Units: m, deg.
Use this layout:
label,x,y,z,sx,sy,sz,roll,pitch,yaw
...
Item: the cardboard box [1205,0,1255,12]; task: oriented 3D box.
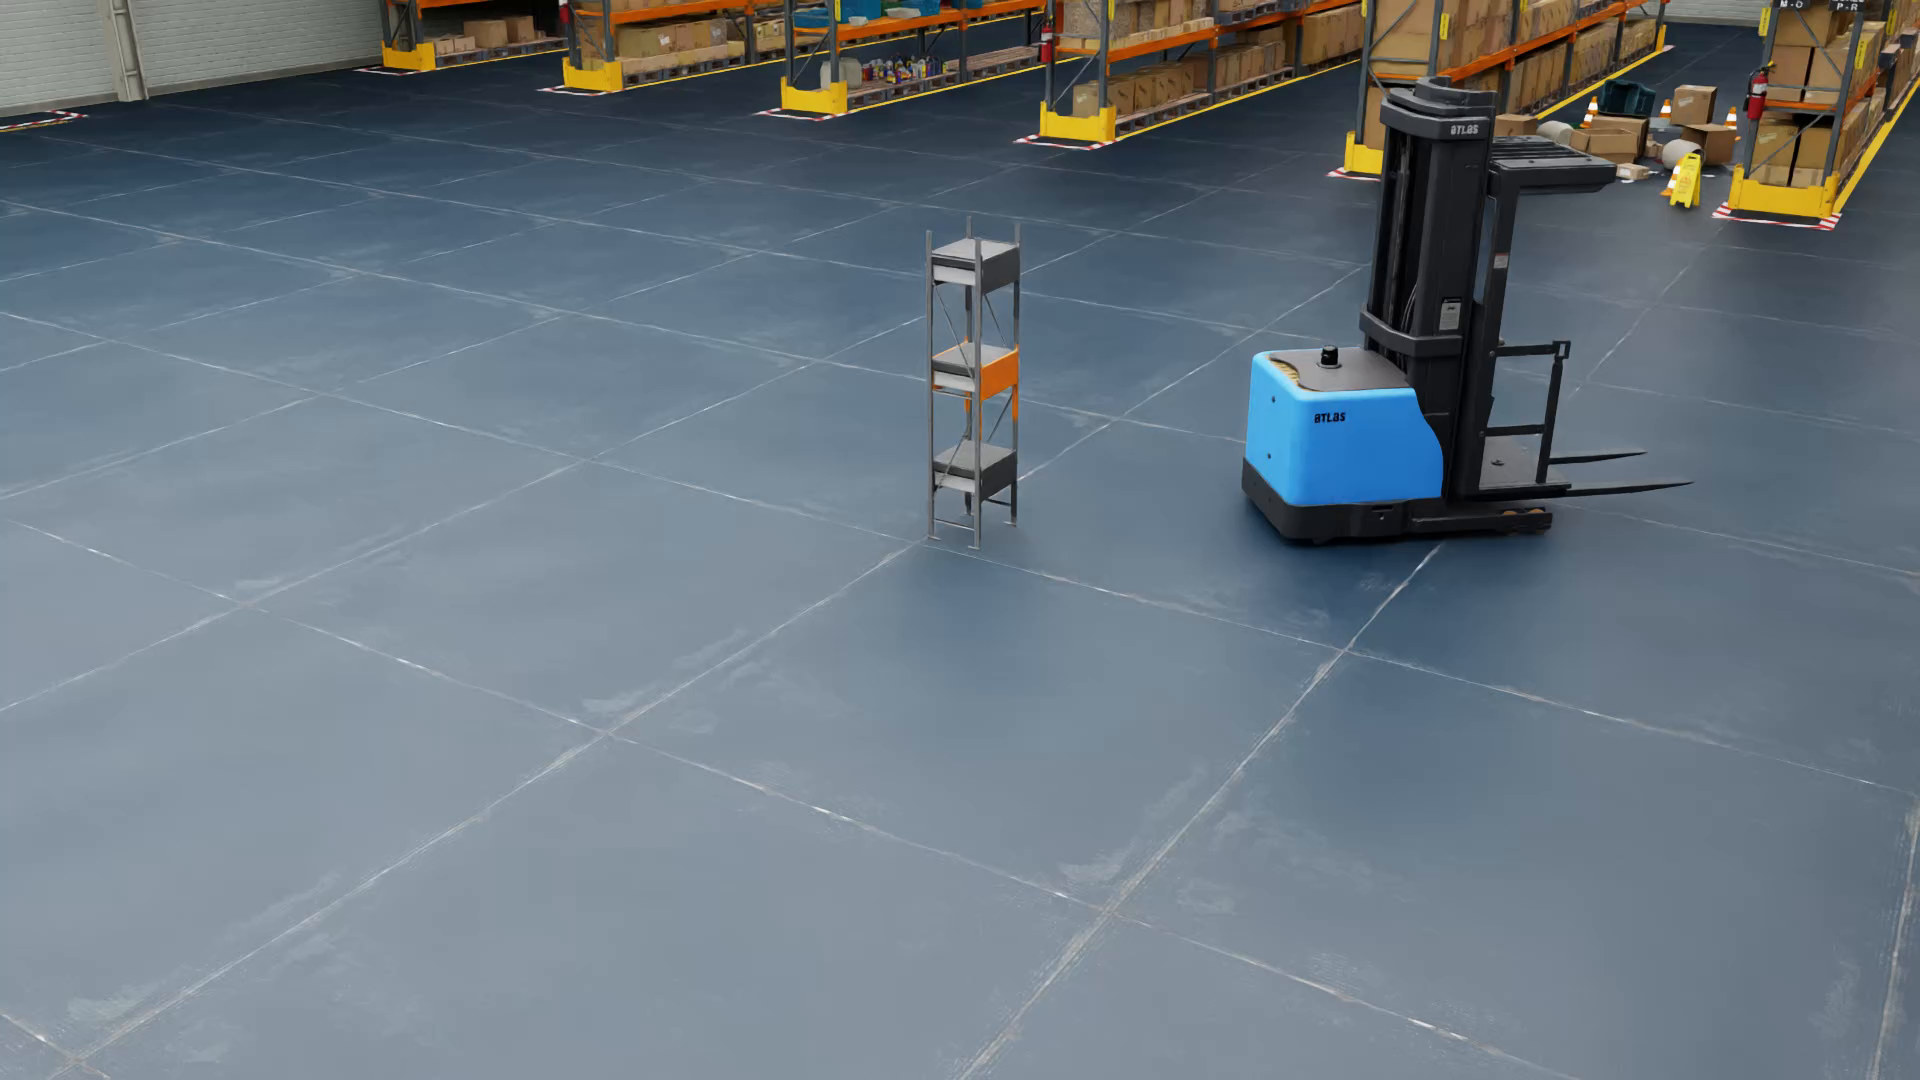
label,x,y,z,sx,sy,sz,roll,pitch,yaw
cardboard box,4.408,-9.594,28.353,1.000,1.000,1.000,14,27,29

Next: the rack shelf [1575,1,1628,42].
label,x,y,z,sx,sy,sz,roll,pitch,yaw
rack shelf,11.195,-9.509,30.345,1.077,0.370,4.000,14,27,29

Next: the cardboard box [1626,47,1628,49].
label,x,y,z,sx,sy,sz,roll,pitch,yaw
cardboard box,12.943,-9.639,32.799,0.380,0.149,0.250,14,27,29

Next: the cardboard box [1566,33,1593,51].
label,x,y,z,sx,sy,sz,roll,pitch,yaw
cardboard box,10.977,-8.907,29.723,0.500,0.250,0.500,13,27,28

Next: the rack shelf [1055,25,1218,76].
label,x,y,z,sx,sy,sz,roll,pitch,yaw
rack shelf,2.815,-7.882,26.588,1.077,0.370,4.000,14,27,29

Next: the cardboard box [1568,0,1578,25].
label,x,y,z,sx,sy,sz,roll,pitch,yaw
cardboard box,10.131,-9.002,28.142,0.500,0.500,0.500,14,27,29

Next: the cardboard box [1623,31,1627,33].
label,x,y,z,sx,sy,sz,roll,pitch,yaw
cardboard box,12.895,-9.921,32.701,0.380,0.149,0.250,13,27,28

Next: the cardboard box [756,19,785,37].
label,x,y,z,sx,sy,sz,roll,pitch,yaw
cardboard box,-3.846,-10.408,33.743,0.500,0.311,0.500,14,27,28

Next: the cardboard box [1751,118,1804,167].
label,x,y,z,sx,sy,sz,roll,pitch,yaw
cardboard box,10.380,-5.061,21.153,0.500,0.500,0.500,14,27,29

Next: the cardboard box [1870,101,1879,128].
label,x,y,z,sx,sy,sz,roll,pitch,yaw
cardboard box,13.305,-6.453,25.161,0.950,0.372,0.625,15,28,31

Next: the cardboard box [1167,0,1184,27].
label,x,y,z,sx,sy,sz,roll,pitch,yaw
cardboard box,3.108,-8.580,26.793,0.875,0.500,0.500,14,27,29

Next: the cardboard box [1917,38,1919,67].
label,x,y,z,sx,sy,sz,roll,pitch,yaw
cardboard box,17.880,-9.323,31.707,0.875,0.438,0.875,15,27,30

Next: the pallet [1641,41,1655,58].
label,x,y,z,sx,sy,sz,roll,pitch,yaw
pallet,13.862,-10.292,34.758,1.003,0.211,1.213,14,27,29

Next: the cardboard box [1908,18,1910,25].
label,x,y,z,sx,sy,sz,roll,pitch,yaw
cardboard box,15.127,-8.381,27.024,0.500,0.250,0.500,13,27,27

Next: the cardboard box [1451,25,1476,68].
label,x,y,z,sx,sy,sz,roll,pitch,yaw
cardboard box,6.751,-7.020,23.502,0.875,0.550,0.550,14,27,29

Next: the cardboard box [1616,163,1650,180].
label,x,y,z,sx,sy,sz,roll,pitch,yaw
cardboard box,9.154,-5.018,22.654,0.250,0.149,0.380,-12,26,-26

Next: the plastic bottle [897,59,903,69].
label,x,y,z,sx,sy,sz,roll,pitch,yaw
plastic bottle,-1.090,-8.615,30.256,0.097,0.271,0.097,0,23,0

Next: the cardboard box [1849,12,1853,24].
label,x,y,z,sx,sy,sz,roll,pitch,yaw
cardboard box,11.585,-7.181,22.303,0.700,0.500,0.500,14,27,29

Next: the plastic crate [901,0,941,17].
label,x,y,z,sx,sy,sz,roll,pitch,yaw
plastic crate,-0.691,-9.427,29.437,0.499,0.251,0.616,14,27,29

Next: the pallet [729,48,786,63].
label,x,y,z,sx,sy,sz,roll,pitch,yaw
pallet,-4.189,-9.942,33.950,1.003,0.211,1.213,14,27,29

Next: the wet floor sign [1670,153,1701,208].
label,x,y,z,sx,sy,sz,roll,pitch,yaw
wet floor sign,9.170,-4.540,20.926,0.232,0.644,0.267,-17,29,-35

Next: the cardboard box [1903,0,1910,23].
label,x,y,z,sx,sy,sz,roll,pitch,yaw
cardboard box,14.132,-8.147,25.266,0.500,0.500,0.500,13,27,28

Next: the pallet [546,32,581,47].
label,x,y,z,sx,sy,sz,roll,pitch,yaw
pallet,-8.345,-10.985,36.359,1.003,0.211,1.213,14,27,29

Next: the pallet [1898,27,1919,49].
label,x,y,z,sx,sy,sz,roll,pitch,yaw
pallet,14.114,-7.810,25.756,1.213,0.211,1.003,14,27,29

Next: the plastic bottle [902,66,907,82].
label,x,y,z,sx,sy,sz,roll,pitch,yaw
plastic bottle,-0.993,-8.221,29.346,0.097,0.271,0.097,0,23,0

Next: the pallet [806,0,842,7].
label,x,y,z,sx,sy,sz,roll,pitch,yaw
pallet,-3.424,-14.076,43.498,1.003,0.211,1.213,14,27,29

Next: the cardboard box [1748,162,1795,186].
label,x,y,z,sx,sy,sz,roll,pitch,yaw
cardboard box,10.390,-4.729,21.330,0.500,0.250,0.500,14,27,29

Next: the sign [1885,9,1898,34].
label,x,y,z,sx,sy,sz,roll,pitch,yaw
sign,12.754,-7.097,22.778,0.100,0.325,0.005,14,27,29

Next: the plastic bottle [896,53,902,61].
label,x,y,z,sx,sy,sz,roll,pitch,yaw
plastic bottle,-1.116,-8.726,30.412,0.144,0.351,0.185,15,27,30

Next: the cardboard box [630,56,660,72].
label,x,y,z,sx,sy,sz,roll,pitch,yaw
cardboard box,-5.921,-8.849,30.849,0.500,0.250,0.500,14,27,29

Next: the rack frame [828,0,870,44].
label,x,y,z,sx,sy,sz,roll,pitch,yaw
rack frame,-2.434,-12.315,35.921,1.000,3.000,0.127,14,27,29

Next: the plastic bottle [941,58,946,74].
label,x,y,z,sx,sy,sz,roll,pitch,yaw
plastic bottle,-0.311,-8.649,30.319,0.061,0.283,0.133,15,28,32

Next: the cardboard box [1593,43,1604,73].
label,x,y,z,sx,sy,sz,roll,pitch,yaw
cardboard box,11.529,-8.912,30.678,0.500,0.500,0.500,13,27,28

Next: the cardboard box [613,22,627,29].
label,x,y,z,sx,sy,sz,roll,pitch,yaw
cardboard box,-7.847,-11.657,36.994,0.700,0.500,0.500,14,27,30

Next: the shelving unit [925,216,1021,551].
label,x,y,z,sx,sy,sz,roll,pitch,yaw
shelving unit,0.087,-1.019,10.962,0.431,2.100,0.503,14,27,29

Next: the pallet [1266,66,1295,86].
label,x,y,z,sx,sy,sz,roll,pitch,yaw
pallet,5.567,-8.694,31.068,1.003,0.211,1.213,14,27,29

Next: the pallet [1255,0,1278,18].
label,x,y,z,sx,sy,sz,roll,pitch,yaw
pallet,4.971,-9.473,29.597,1.003,0.211,1.213,14,27,29

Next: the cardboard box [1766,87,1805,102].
label,x,y,z,sx,sy,sz,roll,pitch,yaw
cardboard box,10.195,-5.516,20.533,0.380,0.149,0.250,15,28,31

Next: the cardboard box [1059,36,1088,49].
label,x,y,z,sx,sy,sz,roll,pitch,yaw
cardboard box,1.735,-7.562,25.257,0.380,0.149,0.250,14,27,29

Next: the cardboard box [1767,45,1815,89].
label,x,y,z,sx,sy,sz,roll,pitch,yaw
cardboard box,10.231,-5.884,20.566,0.500,0.500,0.500,13,27,28

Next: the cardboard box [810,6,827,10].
label,x,y,z,sx,sy,sz,roll,pitch,yaw
cardboard box,-2.960,-11.388,36.006,0.500,0.311,0.500,15,28,31

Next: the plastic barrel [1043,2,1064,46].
label,x,y,z,sx,sy,sz,roll,pitch,yaw
plastic barrel,2.016,-10.641,34.258,0.600,0.830,0.708,14,27,29

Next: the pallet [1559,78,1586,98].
label,x,y,z,sx,sy,sz,roll,pitch,yaw
pallet,10.554,-8.148,29.805,1.003,0.211,1.213,14,27,29

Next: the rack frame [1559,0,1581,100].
label,x,y,z,sx,sy,sz,roll,pitch,yaw
rack frame,10.140,-9.164,28.643,1.000,3.000,0.127,14,27,29

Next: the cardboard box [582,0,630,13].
label,x,y,z,sx,sy,sz,roll,pitch,yaw
cardboard box,-6.397,-9.815,30.022,0.700,0.500,0.500,14,27,29

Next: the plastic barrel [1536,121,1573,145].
label,x,y,z,sx,sy,sz,roll,pitch,yaw
plastic barrel,8.735,-5.927,24.409,0.421,0.421,0.512,-7,24,-17

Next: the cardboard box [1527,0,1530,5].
label,x,y,z,sx,sy,sz,roll,pitch,yaw
cardboard box,8.557,-8.661,26.098,0.700,0.500,0.500,13,27,28

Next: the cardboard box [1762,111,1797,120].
label,x,y,z,sx,sy,sz,roll,pitch,yaw
cardboard box,10.517,-5.496,21.343,0.380,0.149,0.250,15,27,30

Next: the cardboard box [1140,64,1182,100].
label,x,y,z,sx,sy,sz,roll,pitch,yaw
cardboard box,3.329,-7.612,27.674,0.500,0.500,0.500,-18,29,-36

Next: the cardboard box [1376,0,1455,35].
label,x,y,z,sx,sy,sz,roll,pitch,yaw
cardboard box,6.149,-7.145,22.432,0.875,0.550,0.550,14,27,29

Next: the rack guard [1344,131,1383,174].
label,x,y,z,sx,sy,sz,roll,pitch,yaw
rack guard,5.908,-5.309,22.883,1.175,0.500,0.348,14,27,29

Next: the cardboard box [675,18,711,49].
label,x,y,z,sx,sy,sz,roll,pitch,yaw
cardboard box,-5.137,-9.702,31.873,0.500,0.500,0.500,14,27,29

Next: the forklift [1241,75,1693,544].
label,x,y,z,sx,sy,sz,roll,pitch,yaw
forklift,3.582,-1.579,11.208,3.031,2.935,1.130,-4,24,-9

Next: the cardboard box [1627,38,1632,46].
label,x,y,z,sx,sy,sz,roll,pitch,yaw
cardboard box,13.179,-9.963,33.173,0.380,0.149,0.250,15,28,31

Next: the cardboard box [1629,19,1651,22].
label,x,y,z,sx,sy,sz,roll,pitch,yaw
cardboard box,14.115,-10.717,34.541,0.380,0.149,0.250,14,27,30

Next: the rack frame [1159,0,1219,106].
label,x,y,z,sx,sy,sz,roll,pitch,yaw
rack frame,3.870,-8.887,28.004,1.000,3.000,0.127,14,27,29

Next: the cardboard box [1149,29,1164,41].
label,x,y,z,sx,sy,sz,roll,pitch,yaw
cardboard box,2.987,-7.954,26.165,0.380,0.149,0.250,14,27,29
